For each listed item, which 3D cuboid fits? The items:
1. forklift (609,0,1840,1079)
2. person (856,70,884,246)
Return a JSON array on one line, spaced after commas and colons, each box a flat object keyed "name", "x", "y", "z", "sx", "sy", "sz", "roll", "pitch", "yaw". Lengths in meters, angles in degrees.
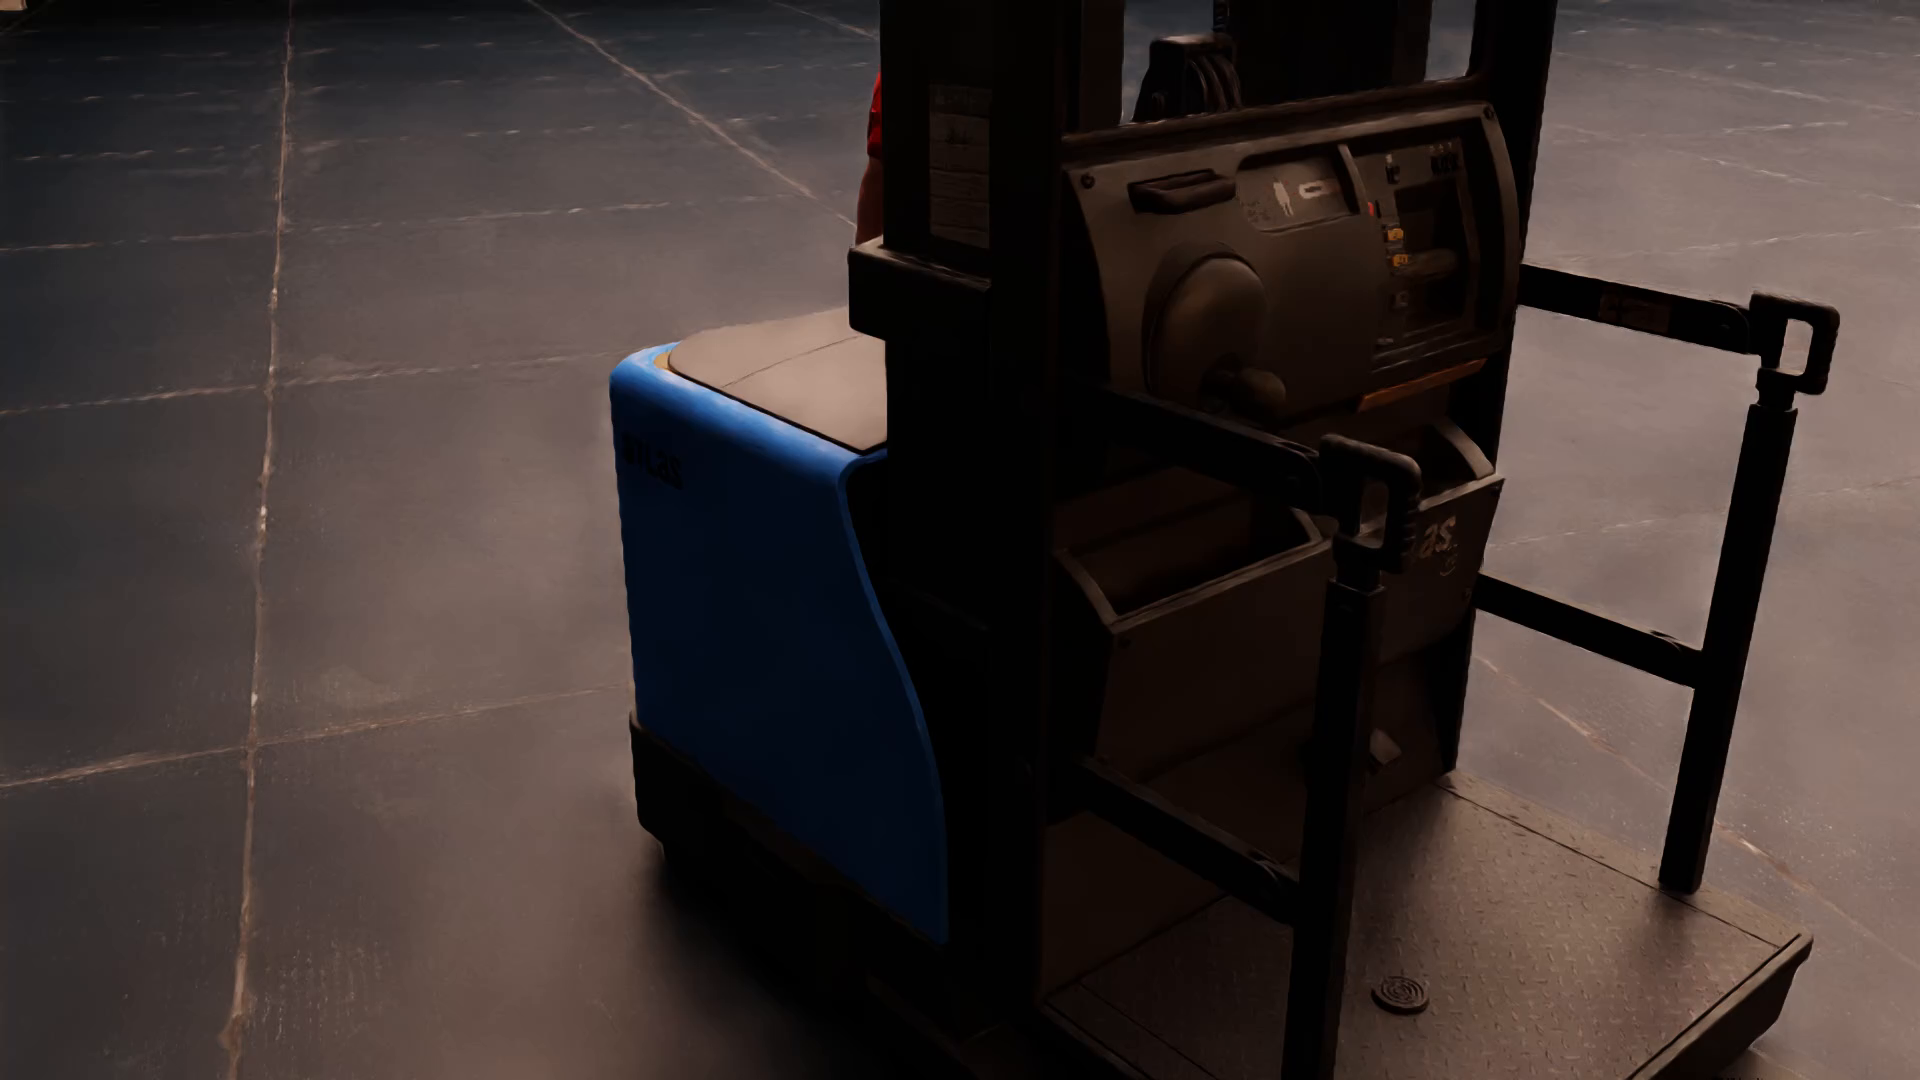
[{"name": "forklift", "x": 0.652, "y": -0.397, "z": 2.243, "sx": 1.130, "sy": 2.935, "sz": 3.031, "roll": -18, "pitch": 29, "yaw": -36}, {"name": "person", "x": -0.020, "y": -0.838, "z": 4.823, "sx": 0.640, "sy": 1.727, "sz": 0.550, "roll": -8, "pitch": 24, "yaw": -18}]
